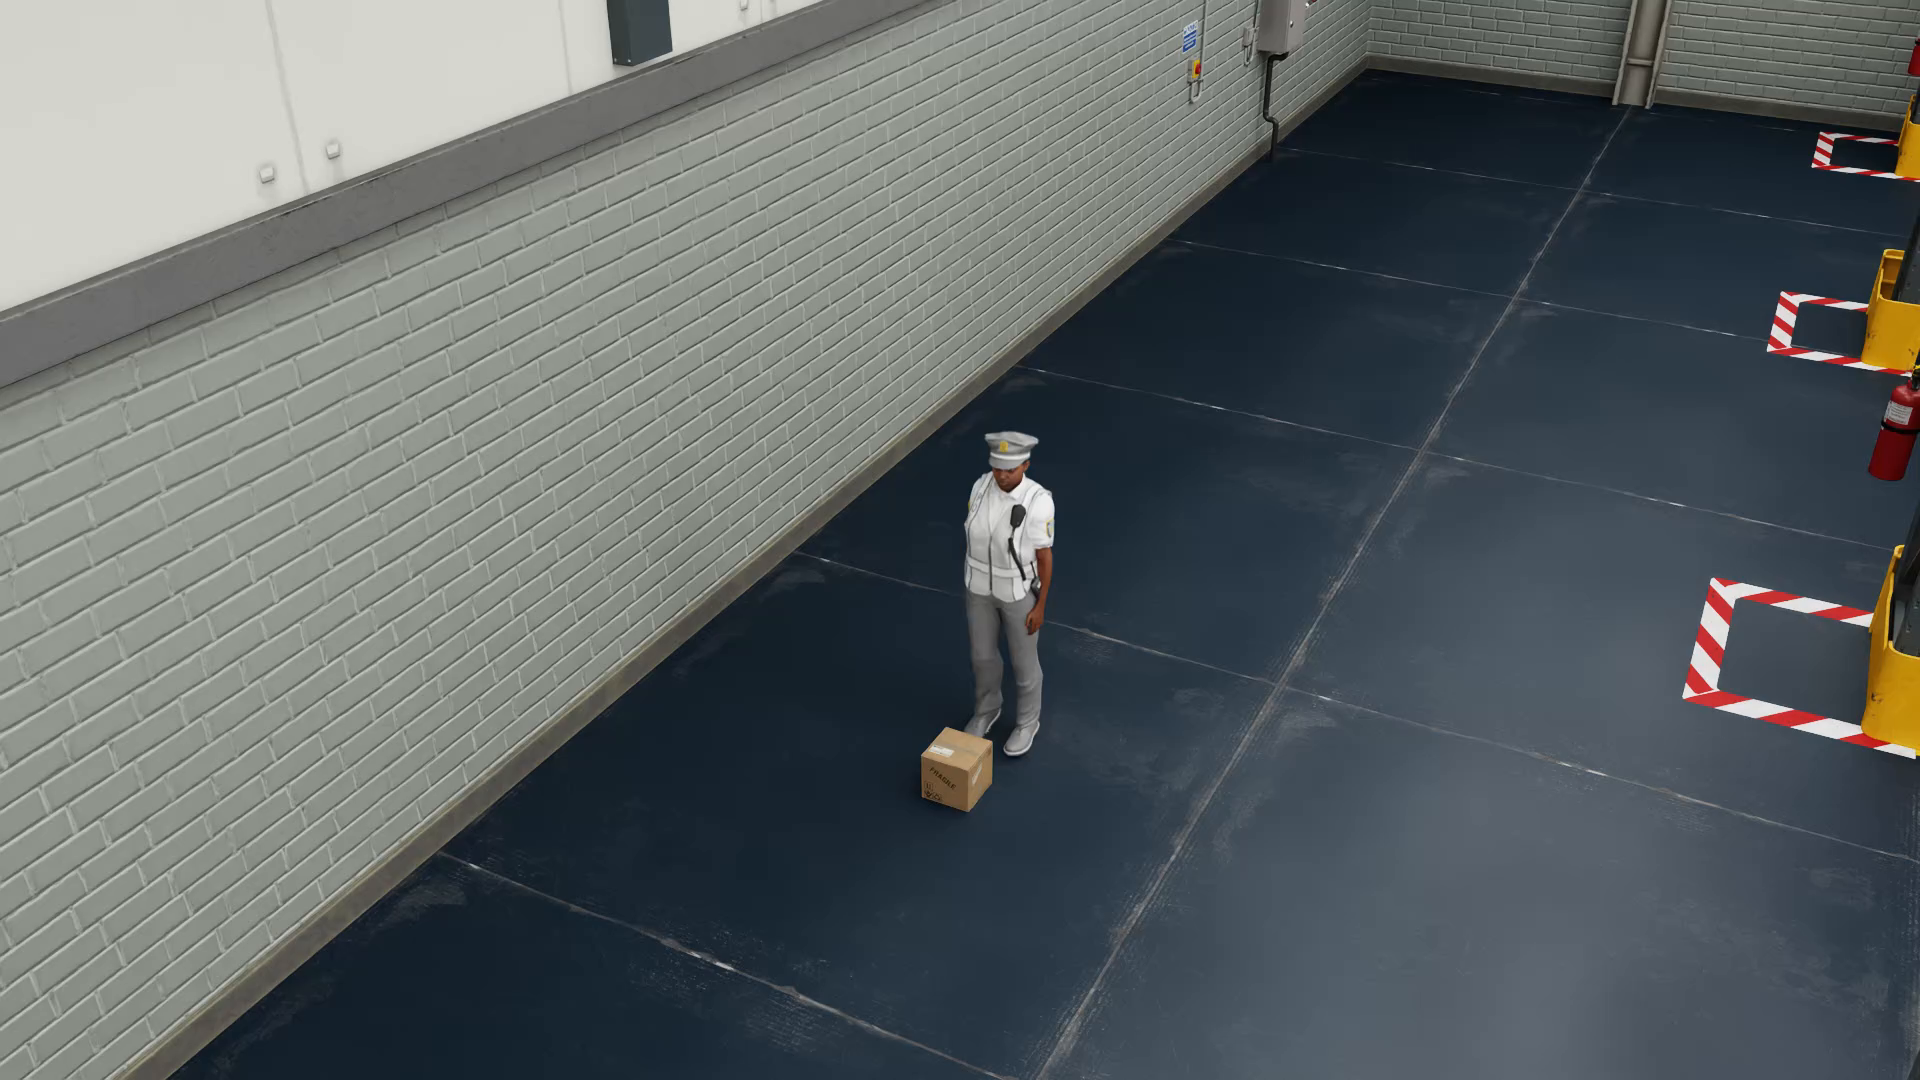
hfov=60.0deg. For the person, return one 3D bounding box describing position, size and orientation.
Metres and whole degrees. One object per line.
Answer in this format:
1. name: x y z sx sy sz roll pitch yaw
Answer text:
1. person: 0.218 0.271 7.846 0.443 1.714 0.338 15 33 24
